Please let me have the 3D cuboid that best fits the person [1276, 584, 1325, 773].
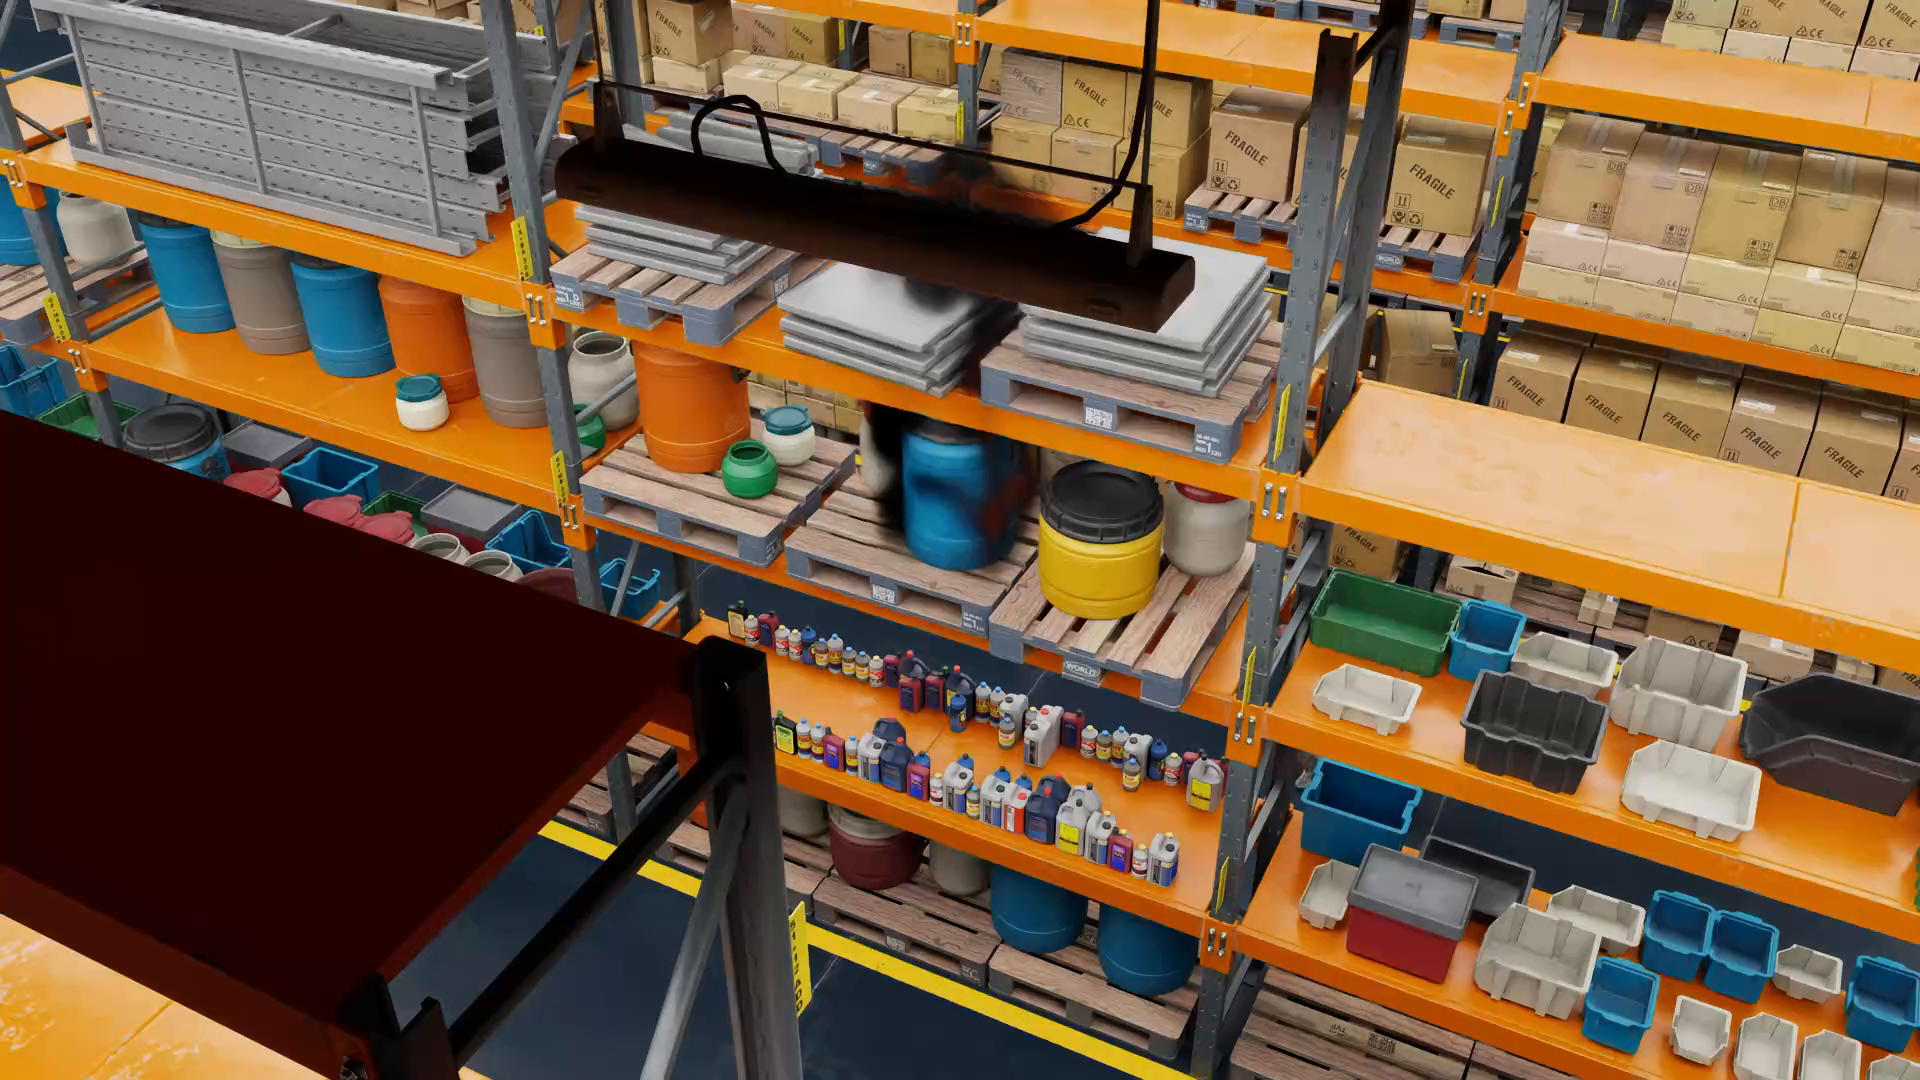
[{"bbox_3d":[2.411,0.889,10.968,0.828,1.659,0.662,17,38,22],"label":"person"}]
